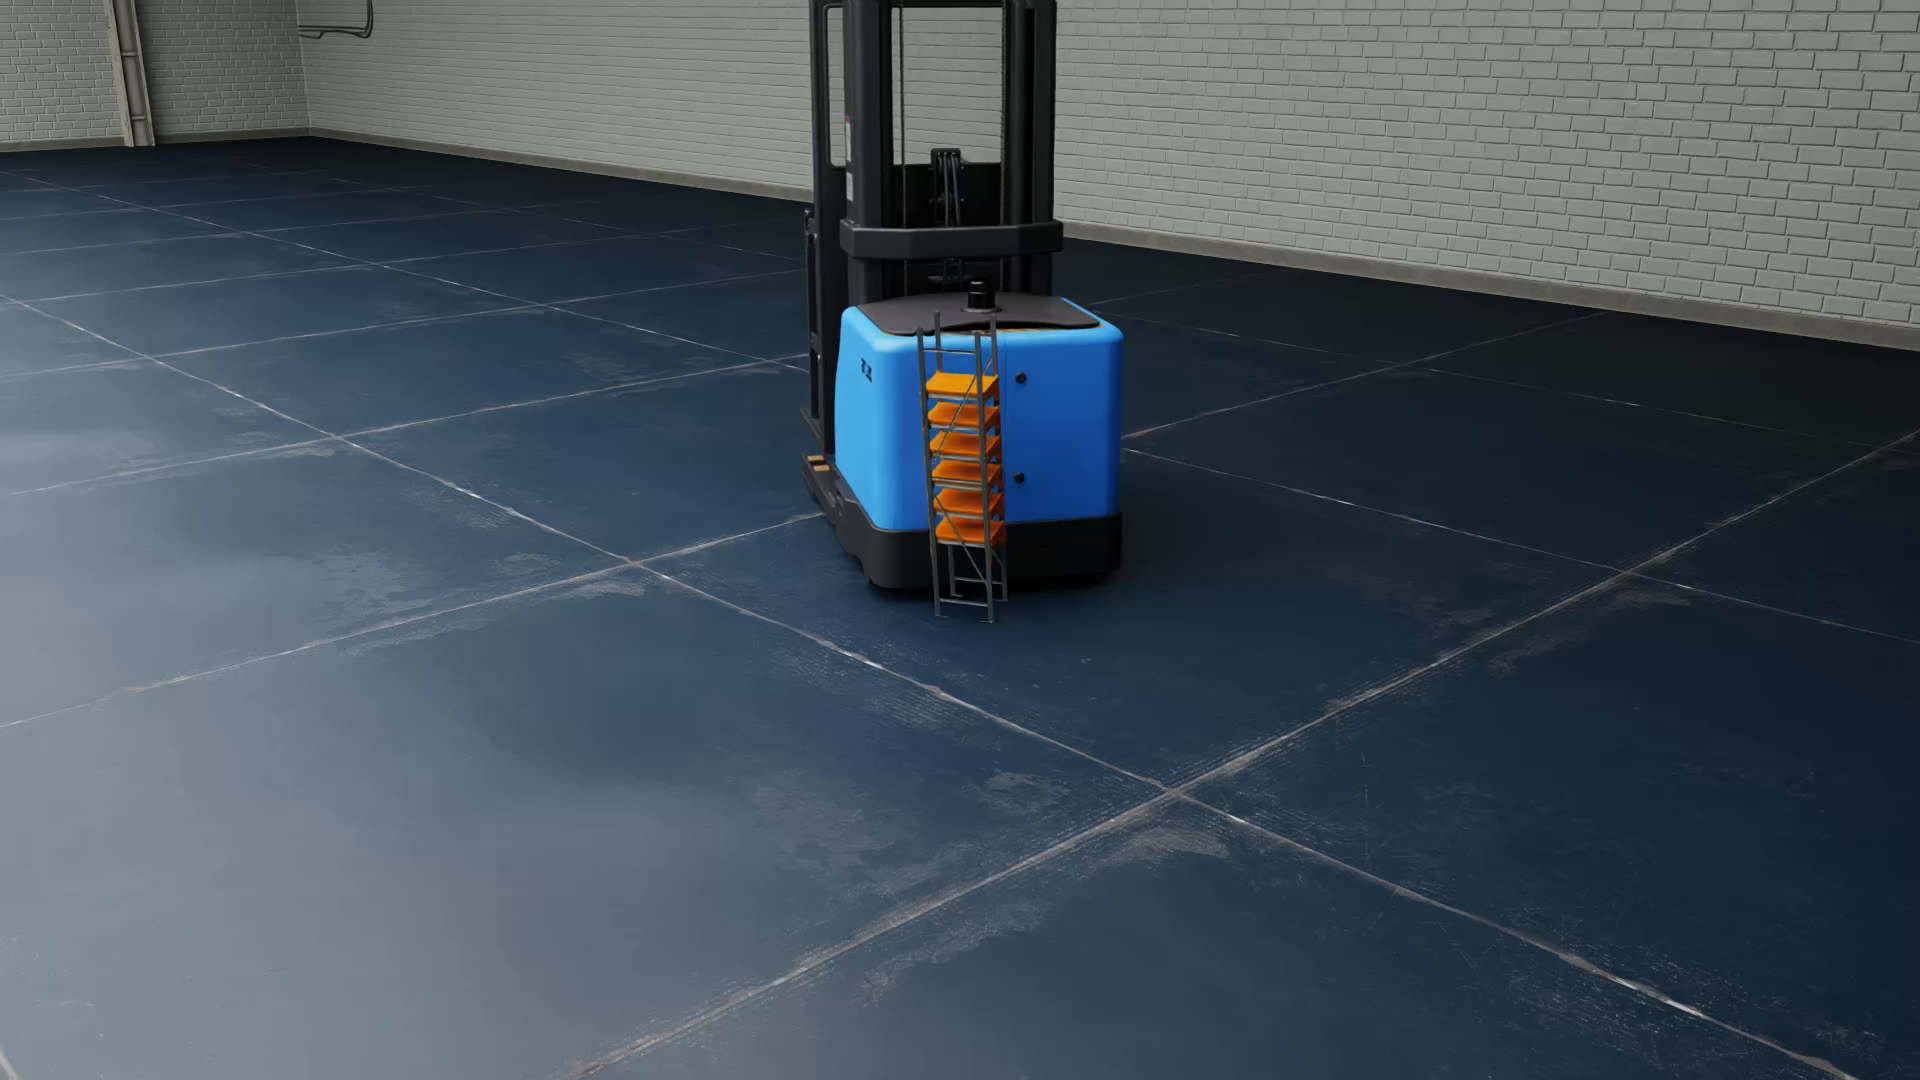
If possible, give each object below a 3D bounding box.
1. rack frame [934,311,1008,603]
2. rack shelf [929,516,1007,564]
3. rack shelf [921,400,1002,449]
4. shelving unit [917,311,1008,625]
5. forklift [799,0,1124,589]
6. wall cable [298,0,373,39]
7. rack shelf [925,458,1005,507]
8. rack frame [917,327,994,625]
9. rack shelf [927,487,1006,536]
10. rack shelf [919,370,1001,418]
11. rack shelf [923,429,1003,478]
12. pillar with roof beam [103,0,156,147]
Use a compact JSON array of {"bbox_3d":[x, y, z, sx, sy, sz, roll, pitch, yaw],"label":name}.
[{"bbox_3d":[0.047,-0.300,6.392,0.240,1.200,0.006,6,28,18],"label":"rack frame"},{"bbox_3d":[0.032,-0.006,6.442,0.258,0.103,0.180,6,28,18],"label":"rack shelf"},{"bbox_3d":[0.007,-0.435,6.228,0.258,0.103,0.180,6,28,18],"label":"rack shelf"},{"bbox_3d":[0.017,-0.260,6.316,0.258,1.200,0.189,6,28,18],"label":"shelving unit"},{"bbox_3d":[-0.173,-1.616,7.716,1.130,2.935,3.031,-4,18,-13],"label":"forklift"},{"bbox_3d":[-10.709,-9.752,28.008,0.112,2.526,3.097,-16,24,-41],"label":"wall cable"},{"bbox_3d":[0.020,-0.221,6.335,0.258,0.103,0.180,6,28,18],"label":"rack shelf"},{"bbox_3d":[-0.012,-0.220,6.239,0.240,1.200,0.006,6,28,18],"label":"rack frame"},{"bbox_3d":[0.026,-0.113,6.389,0.258,0.103,0.180,6,28,18],"label":"rack shelf"},{"bbox_3d":[0.001,-0.542,6.175,0.258,0.103,0.180,6,28,18],"label":"rack shelf"},{"bbox_3d":[0.014,-0.328,6.282,0.258,0.103,0.180,6,28,18],"label":"rack shelf"},{"bbox_3d":[-10.800,-9.937,23.542,0.400,9.000,9.100,-16,24,-41],"label":"pillar with roof beam"}]
